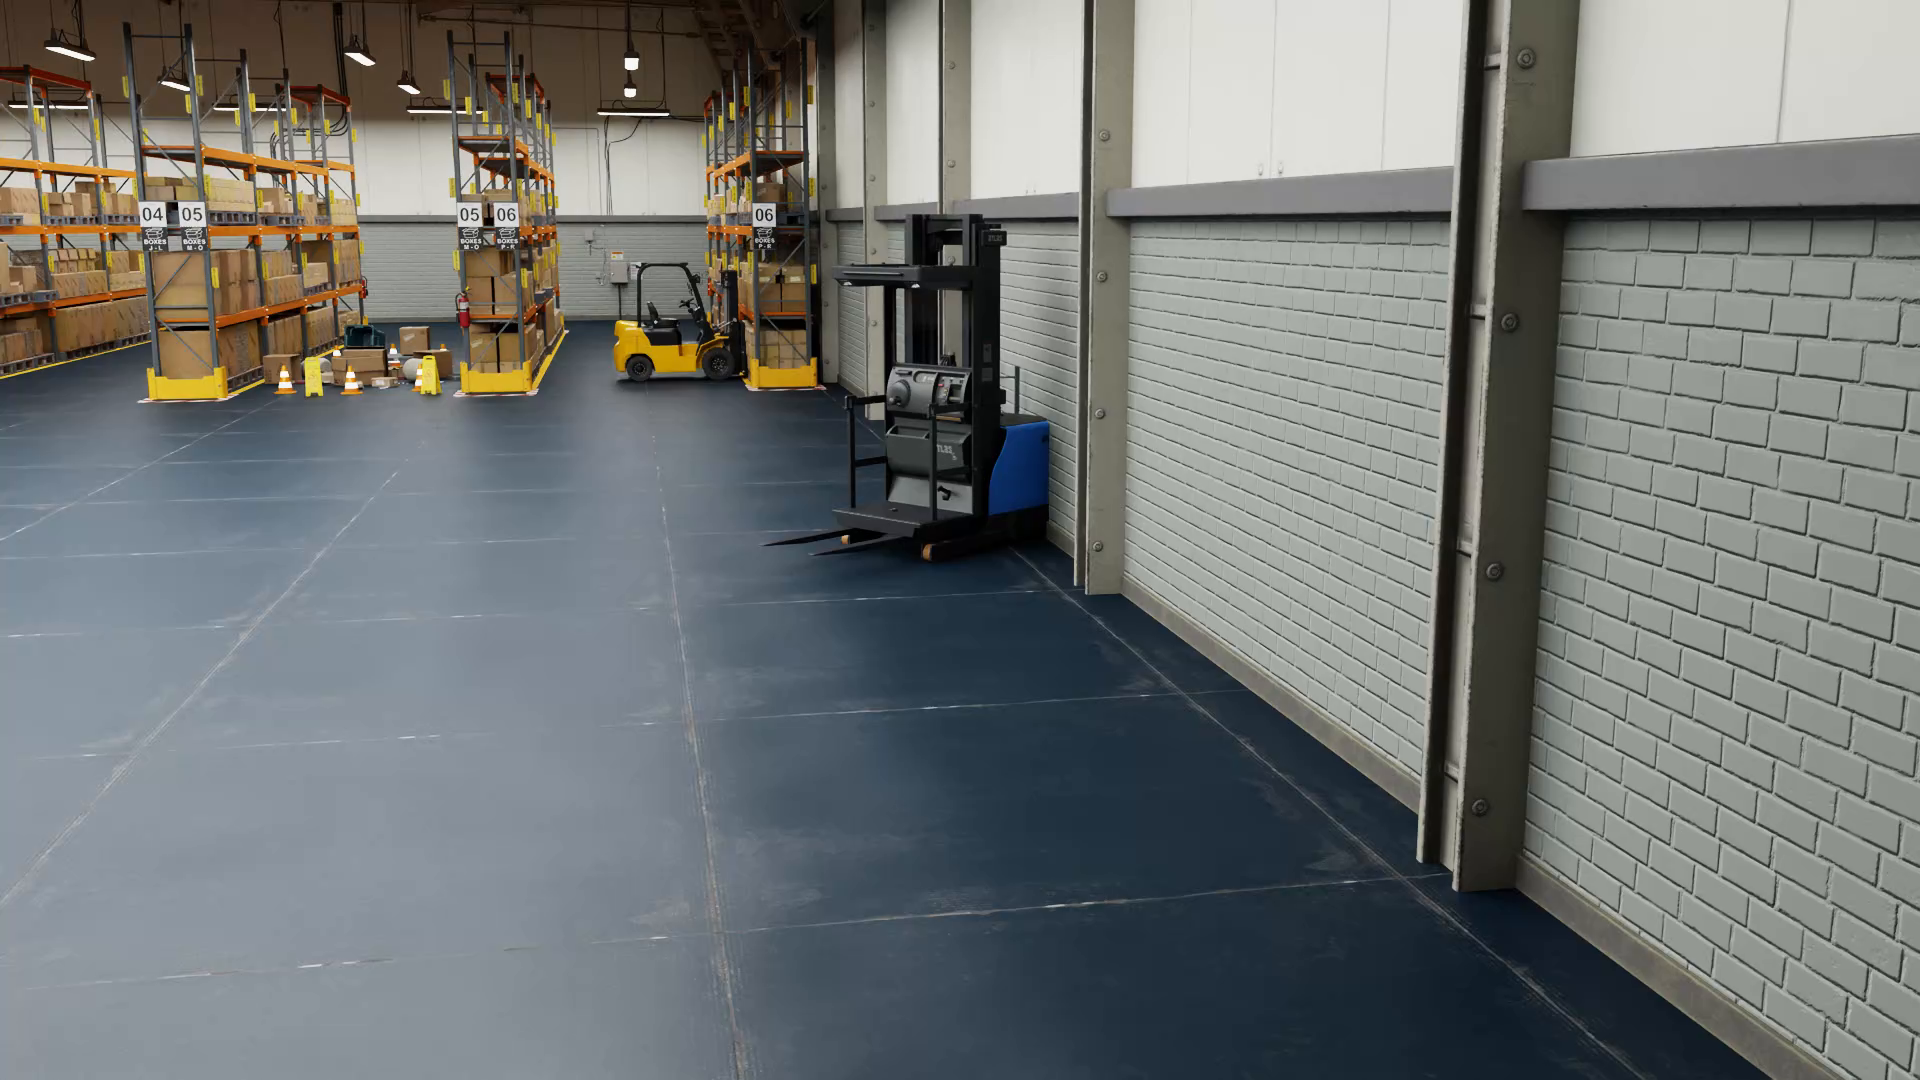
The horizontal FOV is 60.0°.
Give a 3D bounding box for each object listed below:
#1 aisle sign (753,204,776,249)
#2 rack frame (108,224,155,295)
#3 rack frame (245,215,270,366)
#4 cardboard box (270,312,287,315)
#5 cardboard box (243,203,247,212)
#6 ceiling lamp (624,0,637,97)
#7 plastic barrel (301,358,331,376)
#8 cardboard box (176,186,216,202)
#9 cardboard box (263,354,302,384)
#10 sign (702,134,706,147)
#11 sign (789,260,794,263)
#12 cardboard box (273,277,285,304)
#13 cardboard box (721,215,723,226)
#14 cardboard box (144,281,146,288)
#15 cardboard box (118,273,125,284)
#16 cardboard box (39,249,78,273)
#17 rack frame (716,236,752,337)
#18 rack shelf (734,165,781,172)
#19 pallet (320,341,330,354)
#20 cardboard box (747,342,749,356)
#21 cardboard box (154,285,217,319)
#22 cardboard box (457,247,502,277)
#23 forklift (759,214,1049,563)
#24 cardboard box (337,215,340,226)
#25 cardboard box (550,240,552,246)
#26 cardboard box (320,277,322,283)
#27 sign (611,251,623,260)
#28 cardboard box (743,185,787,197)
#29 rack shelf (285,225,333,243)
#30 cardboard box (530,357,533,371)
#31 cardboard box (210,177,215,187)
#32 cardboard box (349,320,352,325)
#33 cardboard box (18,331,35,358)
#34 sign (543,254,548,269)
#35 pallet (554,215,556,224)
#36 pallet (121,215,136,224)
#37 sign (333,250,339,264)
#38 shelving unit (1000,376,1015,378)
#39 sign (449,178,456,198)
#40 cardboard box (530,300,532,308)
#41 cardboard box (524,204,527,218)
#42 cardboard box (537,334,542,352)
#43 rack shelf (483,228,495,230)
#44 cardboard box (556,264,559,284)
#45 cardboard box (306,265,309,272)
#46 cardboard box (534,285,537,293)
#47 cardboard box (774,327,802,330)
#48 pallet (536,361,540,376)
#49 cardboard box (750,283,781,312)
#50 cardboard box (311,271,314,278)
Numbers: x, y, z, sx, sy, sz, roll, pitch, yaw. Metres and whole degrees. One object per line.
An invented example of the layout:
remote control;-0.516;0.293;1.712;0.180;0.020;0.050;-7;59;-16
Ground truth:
aisle sign;-3.419;-5.483;29.080;0.394;0.787;0.004;-2;11;-11
rack frame;-20.844;-6.621;42.015;1.000;3.000;0.127;-2;11;-11
rack frame;-13.626;-4.582;31.302;1.000;3.000;0.127;-2;11;-11
cardboard box;-14.794;-4.778;35.889;0.500;0.250;0.500;-2;11;-12
cardboard box;-13.091;-5.992;29.968;0.380;0.149;0.250;-2;11;-11
ceiling lamp;-7.470;-12.010;38.671;0.800;3.185;2.000;-2;11;-11
plastic barrel;-11.900;-3.164;30.742;0.512;0.421;0.421;6;12;28
cardboard box;-12.690;-5.748;27.618;0.500;0.250;0.500;-2;11;-11
cardboard box;-12.317;-3.108;30.235;0.500;0.500;0.500;0;11;-1
sign;-6.788;-10.588;44.101;0.100;0.325;0.005;-2;11;-11
sign;-3.378;-5.446;33.316;0.100;0.325;0.005;-2;11;-11
cardboard box;-13.658;-4.922;32.819;0.500;0.500;0.500;-2;11;-11
cardboard box;-5.234;-7.365;38.299;0.500;0.250;0.500;-2;11;-11
cardboard box;-20.304;-6.305;41.024;0.380;0.149;0.250;-2;11;-10
cardboard box;-19.993;-6.147;39.129;0.500;0.250;0.500;-2;11;-11
cardboard box;-19.676;-6.073;36.184;0.797;0.503;0.637;-2;11;-9
rack frame;-5.478;-6.429;41.006;1.000;3.000;0.127;-2;11;-11
rack shelf;-4.311;-7.822;34.749;0.919;0.124;3.809;-2;11;-11
pallet;-14.788;-4.313;37.343;1.003;0.211;1.213;-2;11;-11
cardboard box;-3.632;-3.500;30.508;0.500;0.250;0.500;-2;11;-12
cardboard box;-12.964;-3.989;27.782;0.875;0.550;0.550;-2;11;-11
cardboard box;-8.325;-4.819;28.810;0.700;0.500;0.500;-2;11;-12
forklift;-0.420;-1.352;14.516;1.130;2.935;3.031;10;14;41
cardboard box;-15.119;-7.635;39.722;0.500;0.250;0.500;-2;11;-12
cardboard box;-10.321;-7.364;41.239;0.380;0.149;0.250;-2;11;-13
cardboard box;-14.764;-5.927;37.918;0.380;0.149;0.250;-3;11;-14
sign;-10.249;-8.506;49.710;0.339;0.242;0.001;-2;11;-11
cardboard box;-3.646;-6.380;31.061;0.797;0.503;0.637;-2;11;-9
rack shelf;-14.793;-6.803;36.870;1.077;0.370;4.000;-2;11;-11
cardboard box;-7.989;-3.154;30.032;0.500;0.250;0.500;-2;11;-9
cardboard box;-12.648;-5.965;27.691;0.380;0.149;0.250;-2;11;-11
cardboard box;-15.248;-5.362;41.103;0.380;0.149;0.250;-2;11;-10
cardboard box;-19.018;-3.919;33.325;0.700;0.500;0.500;-3;11;-16
sign;-9.037;-6.066;36.211;0.100;0.325;0.005;-2;11;-11
pallet;-10.969;-8.276;42.923;1.003;0.211;1.213;-2;11;-11
pallet;-20.449;-7.691;39.852;1.003;0.211;1.213;-2;11;-11
sign;-14.638;-6.639;39.012;0.100;0.325;0.005;-2;11;-11
shelving unit;0.218;-1.022;16.610;0.538;1.500;1.039;-2;11;-12
sign;-8.560;-5.939;28.040;0.100;0.325;0.005;-2;11;-11
cardboard box;-8.227;-4.423;31.138;0.380;0.149;0.250;-2;11;-12
cardboard box;-8.142;-5.976;30.209;0.500;0.250;0.500;-2;11;-10
cardboard box;-9.174;-4.051;34.418;0.950;0.372;0.625;-2;11;-9
rack shelf;-8.401;-5.665;30.179;0.919;0.052;3.809;-2;11;-11
cardboard box;-10.770;-6.952;43.484;0.500;0.500;0.500;-2;11;-11
cardboard box;-14.453;-5.926;36.318;0.380;0.149;0.250;-3;11;-13
cardboard box;-8.587;-4.976;32.922;0.380;0.149;0.250;-2;11;-10
cardboard box;-3.152;-3.761;30.547;0.500;0.250;0.500;-2;11;-11
pallet;-8.624;-3.289;31.965;1.003;0.211;1.213;-2;11;-11
cardboard box;-3.497;-4.358;29.857;0.500;0.500;0.500;-2;11;-12
cardboard box;-14.553;-5.877;36.857;0.380;0.149;0.250;-2;11;-12
